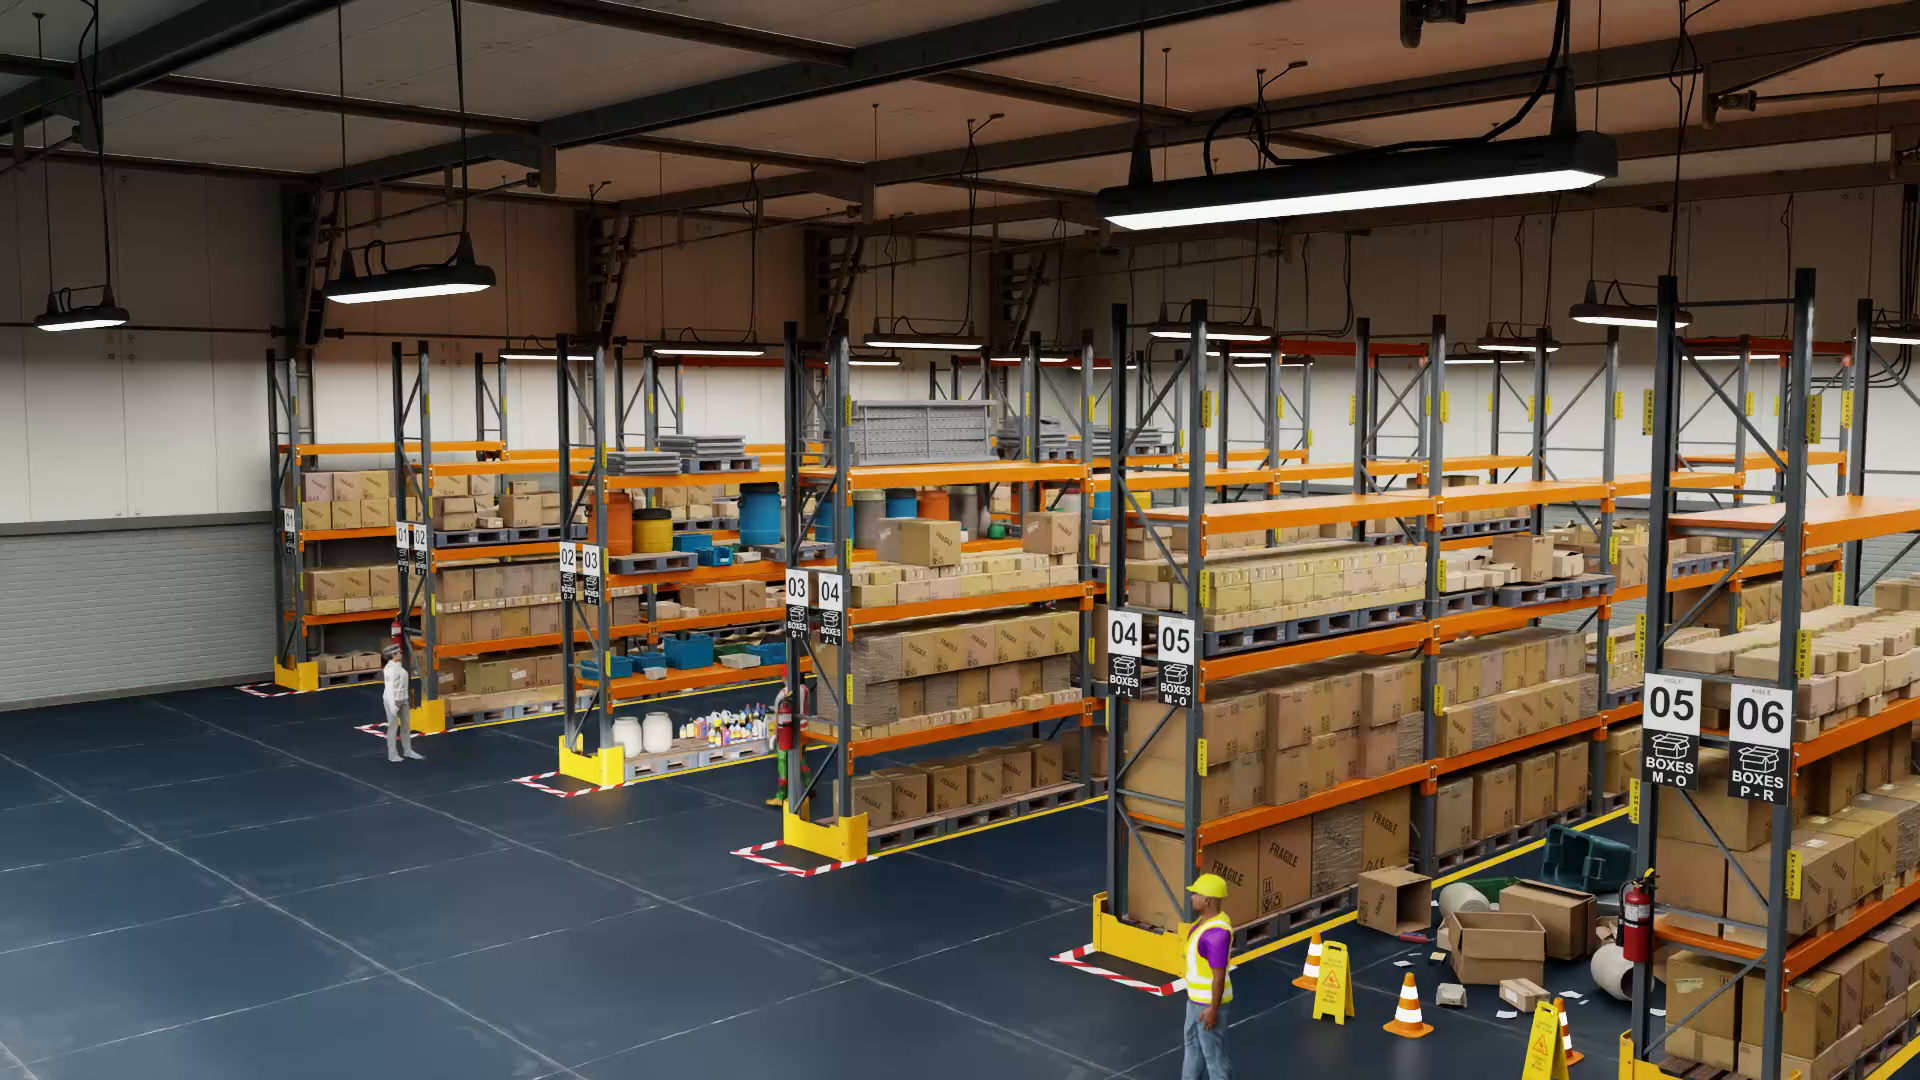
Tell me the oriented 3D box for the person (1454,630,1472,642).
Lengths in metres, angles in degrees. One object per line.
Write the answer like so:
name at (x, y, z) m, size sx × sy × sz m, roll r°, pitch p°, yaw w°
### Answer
person at (7.724, 2.095, 25.495) m, size 0.490 × 1.722 × 1.034 m, roll 5°, pitch 7°, yaw 44°

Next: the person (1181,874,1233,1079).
person at (1.684, 3.259, 11.858) m, size 0.563 × 1.780 × 0.584 m, roll 0°, pitch 5°, yaw 4°

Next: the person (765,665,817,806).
person at (-2.121, 2.446, 21.021) m, size 0.510 × 1.789 × 0.626 m, roll 3°, pitch 6°, yaw 35°

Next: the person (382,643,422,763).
person at (-7.950, 2.293, 23.577) m, size 0.417 × 1.693 × 0.536 m, roll 2°, pitch 5°, yaw 17°

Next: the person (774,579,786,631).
person at (-3.357, 1.502, 32.973) m, size 0.929 × 1.616 × 0.486 m, roll -4°, pitch 6°, yaw -37°
